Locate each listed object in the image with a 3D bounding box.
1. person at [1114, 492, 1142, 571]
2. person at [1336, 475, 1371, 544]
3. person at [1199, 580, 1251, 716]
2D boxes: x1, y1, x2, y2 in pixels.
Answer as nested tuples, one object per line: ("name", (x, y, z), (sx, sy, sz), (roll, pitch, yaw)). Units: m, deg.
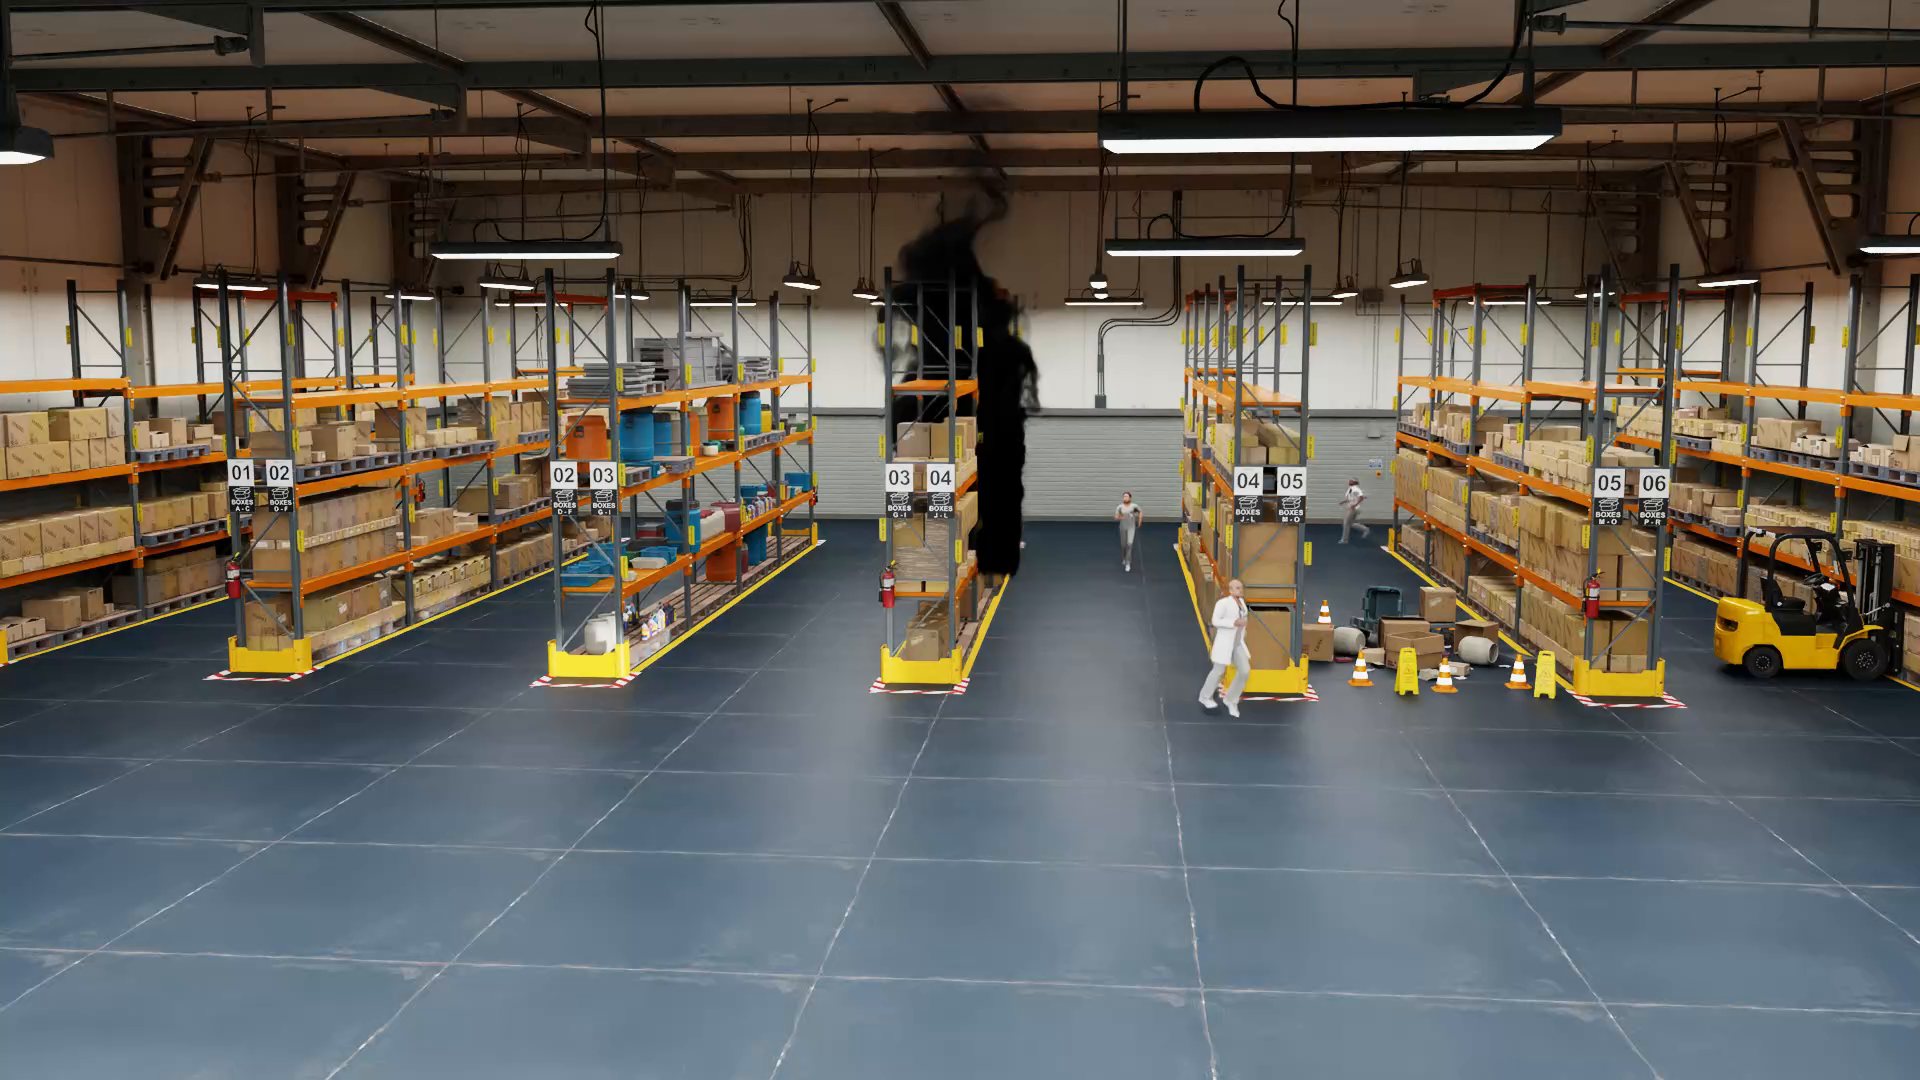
("person", (3.635, -0.206, 36.071), (0.572, 1.660, 0.965), (2, 7, 13))
("person", (9.618, -0.734, 40.517), (0.840, 1.708, 0.595), (0, 7, 2))
("person", (3.622, 1.446, 22.257), (0.705, 1.843, 0.814), (-4, 8, -32))
